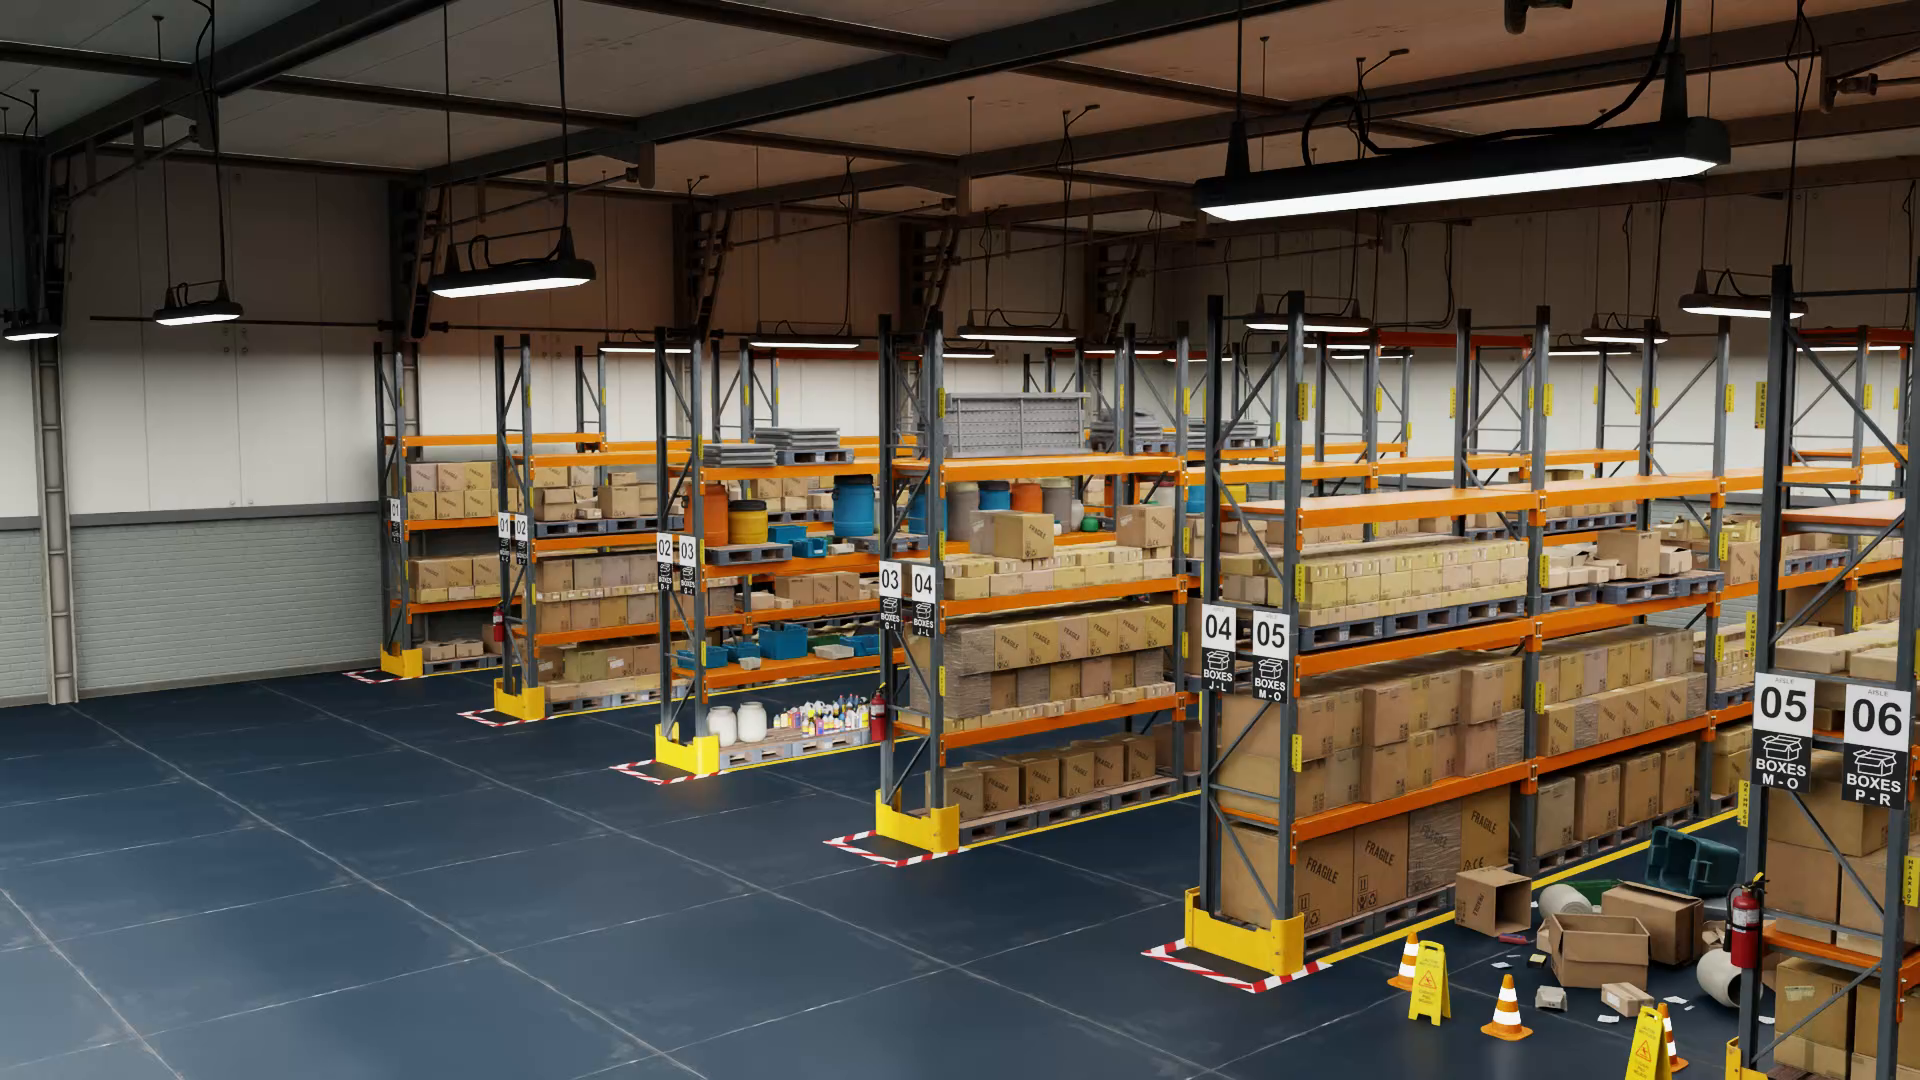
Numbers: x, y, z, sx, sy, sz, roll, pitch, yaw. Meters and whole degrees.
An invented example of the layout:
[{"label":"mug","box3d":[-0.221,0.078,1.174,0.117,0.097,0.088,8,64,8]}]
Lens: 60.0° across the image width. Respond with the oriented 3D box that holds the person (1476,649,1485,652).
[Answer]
[{"label":"person","box3d":[6.728,2.312,21.651,0.587,1.777,0.626,-3,6,-34]}]
